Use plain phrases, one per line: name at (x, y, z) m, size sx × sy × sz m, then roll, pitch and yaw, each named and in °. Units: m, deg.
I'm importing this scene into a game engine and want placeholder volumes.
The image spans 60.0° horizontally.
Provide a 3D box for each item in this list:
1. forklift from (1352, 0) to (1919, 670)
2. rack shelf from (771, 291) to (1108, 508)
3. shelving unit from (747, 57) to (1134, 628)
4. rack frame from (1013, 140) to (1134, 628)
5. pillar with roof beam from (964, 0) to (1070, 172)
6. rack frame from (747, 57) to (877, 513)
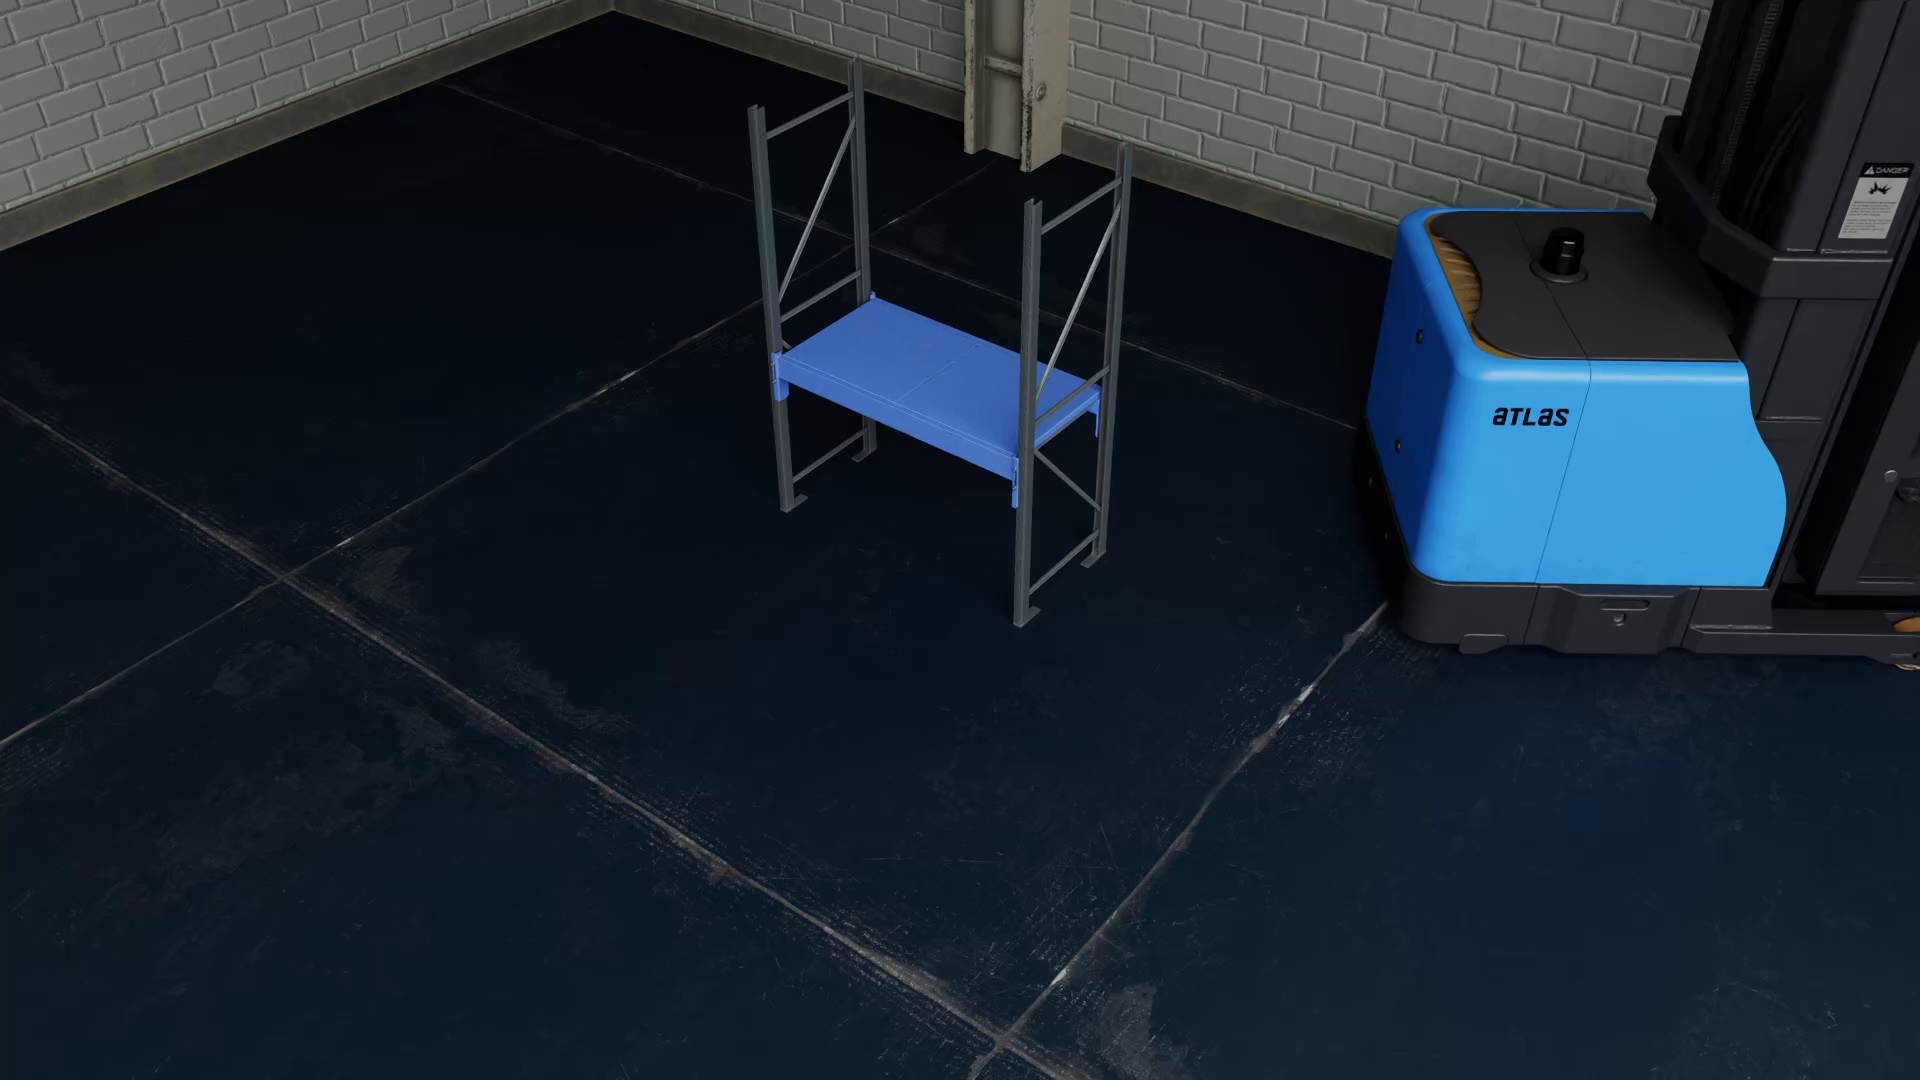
forklift at (2.911, -1.076, 4.747) m, size 3.031 × 2.935 × 1.130 m, roll 1°, pitch 38°, yaw 1°
rack shelf at (-0.068, -0.481, 5.439) m, size 1.000 × 0.185 × 0.538 m, roll 25°, pitch 45°, yaw 29°
shelving unit at (-0.068, -0.622, 5.328) m, size 1.048 × 1.500 × 0.538 m, roll 25°, pitch 45°, yaw 29°
rack frame at (0.336, -0.432, 5.085) m, size 0.032 × 1.500 × 0.500 m, roll 25°, pitch 45°, yaw 29°
pillar with roof beam at (-2.350, -3.354, 2.734) m, size 0.400 × 9.000 × 9.100 m, roll 25°, pitch 45°, yaw 29°
rack frame at (-0.472, -0.813, 5.572) m, size 0.032 × 1.500 × 0.500 m, roll 25°, pitch 45°, yaw 29°
